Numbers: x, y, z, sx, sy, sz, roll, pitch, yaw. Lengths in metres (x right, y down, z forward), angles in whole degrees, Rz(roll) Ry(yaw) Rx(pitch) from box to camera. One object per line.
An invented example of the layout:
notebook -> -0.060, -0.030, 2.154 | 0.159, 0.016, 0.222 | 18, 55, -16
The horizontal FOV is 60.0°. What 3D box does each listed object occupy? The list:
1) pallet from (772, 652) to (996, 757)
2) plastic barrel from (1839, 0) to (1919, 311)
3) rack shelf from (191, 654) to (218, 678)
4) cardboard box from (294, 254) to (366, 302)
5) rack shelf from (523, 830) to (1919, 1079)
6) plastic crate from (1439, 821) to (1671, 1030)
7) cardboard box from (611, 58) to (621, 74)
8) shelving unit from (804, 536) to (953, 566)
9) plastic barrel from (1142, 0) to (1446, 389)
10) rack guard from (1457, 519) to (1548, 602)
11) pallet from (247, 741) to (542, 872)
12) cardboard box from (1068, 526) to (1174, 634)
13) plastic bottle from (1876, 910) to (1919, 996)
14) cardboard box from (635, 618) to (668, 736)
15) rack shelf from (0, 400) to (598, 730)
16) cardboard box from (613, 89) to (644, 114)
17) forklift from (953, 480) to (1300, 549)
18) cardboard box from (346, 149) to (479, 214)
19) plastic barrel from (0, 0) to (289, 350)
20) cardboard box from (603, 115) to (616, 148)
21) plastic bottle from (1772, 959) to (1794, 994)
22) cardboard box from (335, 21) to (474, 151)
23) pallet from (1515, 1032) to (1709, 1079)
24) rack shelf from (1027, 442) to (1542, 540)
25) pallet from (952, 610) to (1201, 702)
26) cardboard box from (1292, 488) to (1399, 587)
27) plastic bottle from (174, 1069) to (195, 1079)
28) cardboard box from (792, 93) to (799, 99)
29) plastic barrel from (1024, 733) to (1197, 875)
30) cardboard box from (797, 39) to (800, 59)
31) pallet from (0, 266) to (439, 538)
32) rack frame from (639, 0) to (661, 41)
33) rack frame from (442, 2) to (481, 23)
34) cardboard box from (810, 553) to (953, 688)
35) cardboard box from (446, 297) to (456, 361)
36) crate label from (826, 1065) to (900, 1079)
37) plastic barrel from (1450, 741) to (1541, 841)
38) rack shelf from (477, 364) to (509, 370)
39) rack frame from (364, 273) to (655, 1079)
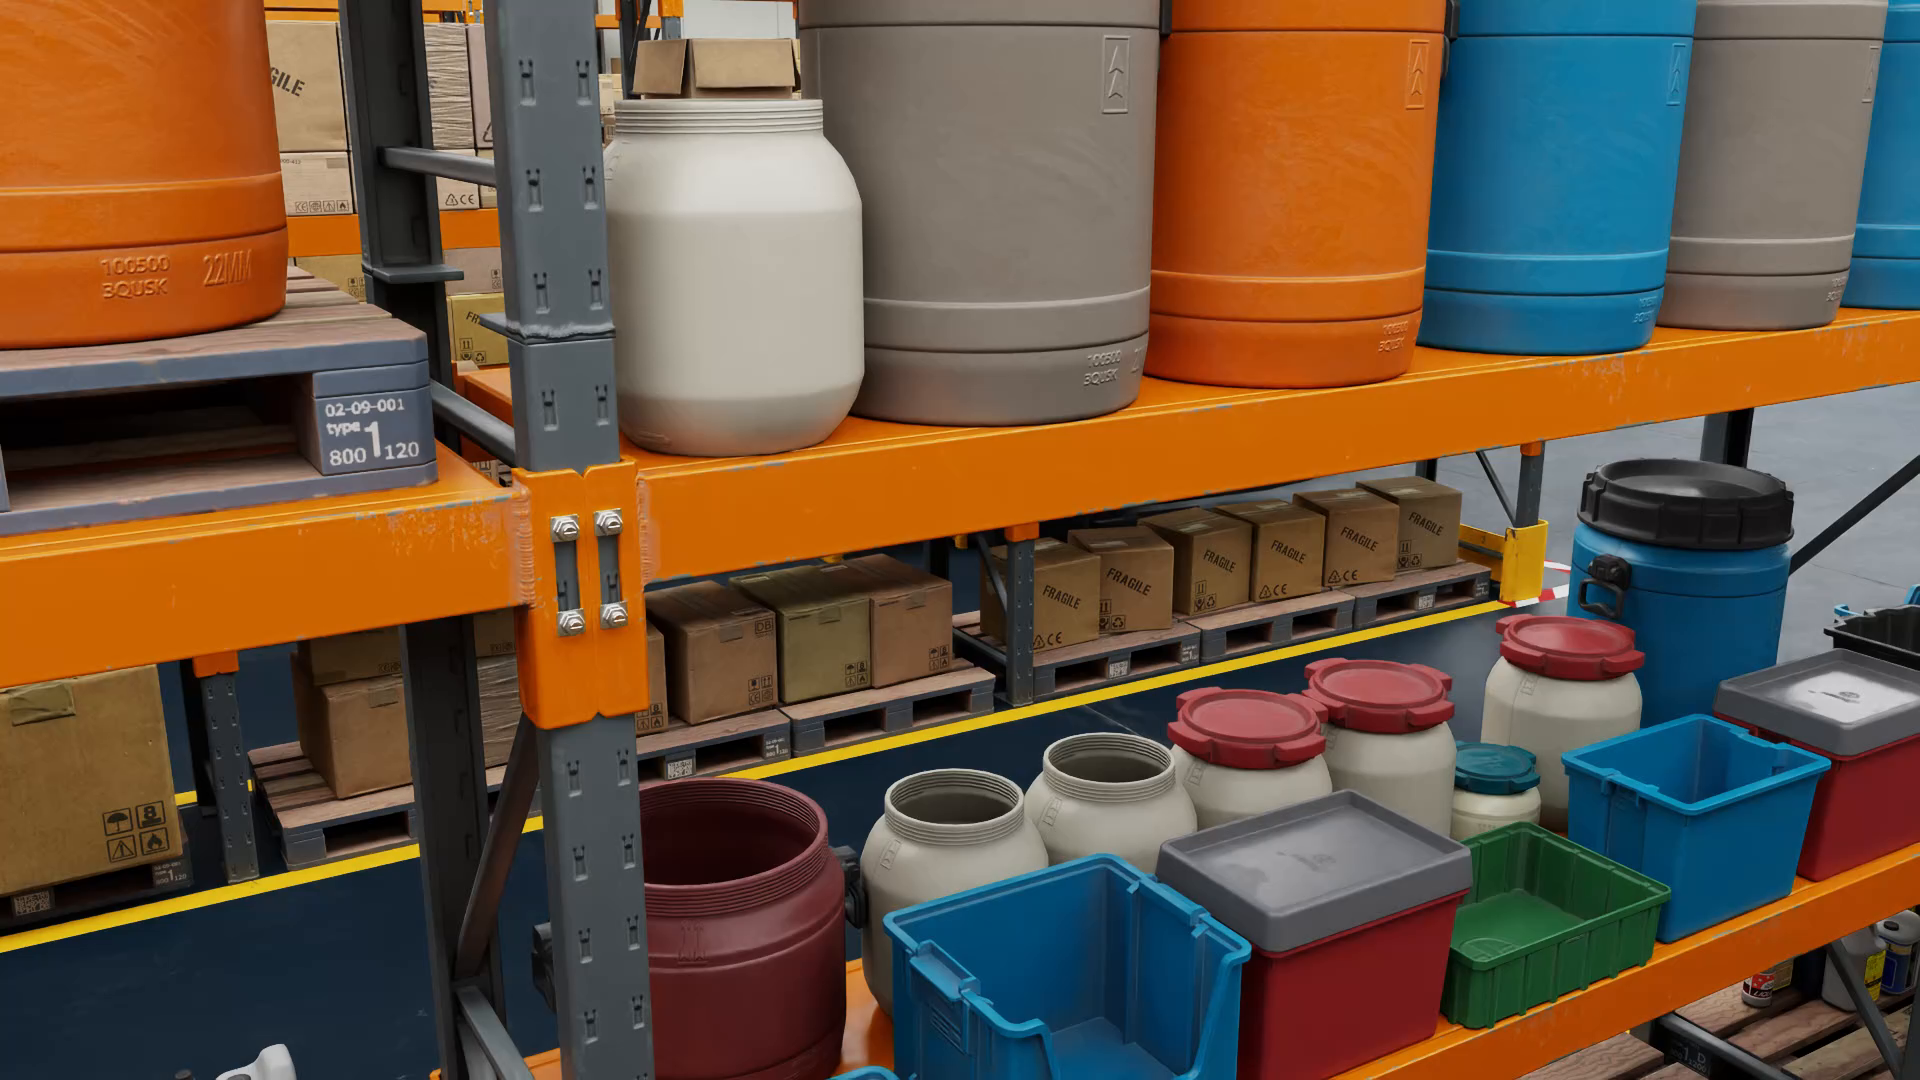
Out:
pallet -> -0.573, 0.809, 9.133 | 1.213, 0.211, 1.003 | -9, 18, -30
plastic barrel -> 2.321, -1.061, 4.152 | 0.708, 0.901, 0.600 | -9, 18, -30
rack shelf -> -5.049, 0.538, 6.266 | 4.000, 0.370, 1.077 | -9, 18, -30
cardboard box -> -4.541, -1.980, 11.878 | 0.500, 0.500, 0.700 | -10, 18, -31
rack shelf -> 0.930, 1.128, 4.161 | 4.000, 0.370, 1.077 | -9, 18, -30
plastic crate -> 1.297, 0.913, 3.988 | 0.662, 0.188, 0.450 | -9, 18, -30
cardboard box -> -4.394, -6.264, 22.493 | 0.500, 0.500, 0.500 | -9, 18, -28
shelving unit -> -0.655, -0.653, 11.962 | 1.083, 1.500, 0.587 | -8, 17, -25
plastic barrel -> 0.592, -0.746, 3.162 | 0.708, 0.830, 0.600 | -9, 18, -30
rack guard -> 3.458, 0.016, 11.427 | 0.348, 0.500, 1.175 | -9, 18, -30
pallet -> -2.664, 1.148, 7.923 | 1.213, 0.211, 1.003 | -9, 18, -30
cardboard box -> 0.944, 0.231, 9.880 | 0.500, 0.500, 0.500 | -3, 16, -12
plastic bottle -> 3.311, 1.451, 5.907 | 0.135, 0.276, 0.152 | -9, 18, -30
cardboard box -> -1.820, 0.647, 8.359 | 0.500, 0.500, 0.700 | -8, 17, -25
rack shelf -> -2.498, 0.240, 1.773 | 4.000, 0.370, 1.077 | -9, 18, -30
cardboard box -> -3.618, -4.589, 17.392 | 0.500, 0.250, 0.500 | -9, 18, -29
forklift -> 1.219, -1.576, 12.600 | 3.031, 2.935, 1.130 | -8, 17, -25
cardboard box -> -2.361, -1.536, 7.053 | 0.500, 0.250, 0.500 | -9, 18, -28
plastic barrel -> -1.272, -0.715, 2.274 | 0.708, 0.830, 0.600 | -9, 18, -30
cardboard box -> -1.462, -1.893, 7.701 | 0.250, 0.166, 0.380 | -10, 18, -31
plastic bottle -> 2.887, 1.457, 5.874 | 0.133, 0.283, 0.061 | -8, 18, -27
cardboard box -> -2.363, -1.895, 6.944 | 0.500, 0.500, 0.500 | -9, 18, -29
pallet -> 1.992, 1.964, 5.011 | 1.213, 0.211, 1.003 | -9, 18, -30
rack shelf -> 1.808, -0.574, 10.233 | 4.000, 0.370, 1.077 | -9, 18, -30
pallet -> 0.651, 0.599, 9.882 | 1.213, 0.211, 1.003 | -9, 18, -30
cardboard box -> 2.484, -0.023, 10.788 | 0.500, 0.500, 0.500 | -4, 16, -15
plastic bottle -> -1.435, 1.117, 3.107 | 0.097, 0.271, 0.097 | 0, 16, 0
cardboard box -> -1.451, -3.420, 12.999 | 0.250, 0.149, 0.380 | -9, 18, -30
plastic barrel -> 0.349, 0.755, 3.952 | 0.421, 0.512, 0.421 | 0, 16, 0
cardboard box -> -1.234, -3.840, 13.018 | 0.250, 0.149, 0.380 | -10, 18, -31
pallet -> -1.490, -0.210, 2.394 | 1.213, 0.211, 1.003 | -9, 18, -30
rack frame -> -4.141, -7.528, 22.592 | 0.127, 3.000, 1.000 | -9, 18, -30
rack frame -> -5.010, -5.824, 16.514 | 0.127, 3.000, 1.000 | -9, 18, -30
cardboard box -> -0.444, 0.430, 9.135 | 0.500, 0.500, 0.700 | -11, 19, -34
cardboard box -> -3.984, -1.506, 12.040 | 0.500, 0.500, 0.500 | -9, 18, -30
crate label -> -0.230, 1.168, 2.994 | 0.416, 0.233, 0.303 | -9, 18, -30
plastic barrel -> 1.431, 0.719, 4.545 | 0.301, 0.262, 0.301 | 0, 16, 0
rack shelf -> -4.088, -1.180, 12.393 | 4.000, 0.370, 1.077 | -9, 18, -30
rack frame -> -0.784, 1.060, 3.072 | 0.127, 3.000, 1.000 | -9, 18, -30
